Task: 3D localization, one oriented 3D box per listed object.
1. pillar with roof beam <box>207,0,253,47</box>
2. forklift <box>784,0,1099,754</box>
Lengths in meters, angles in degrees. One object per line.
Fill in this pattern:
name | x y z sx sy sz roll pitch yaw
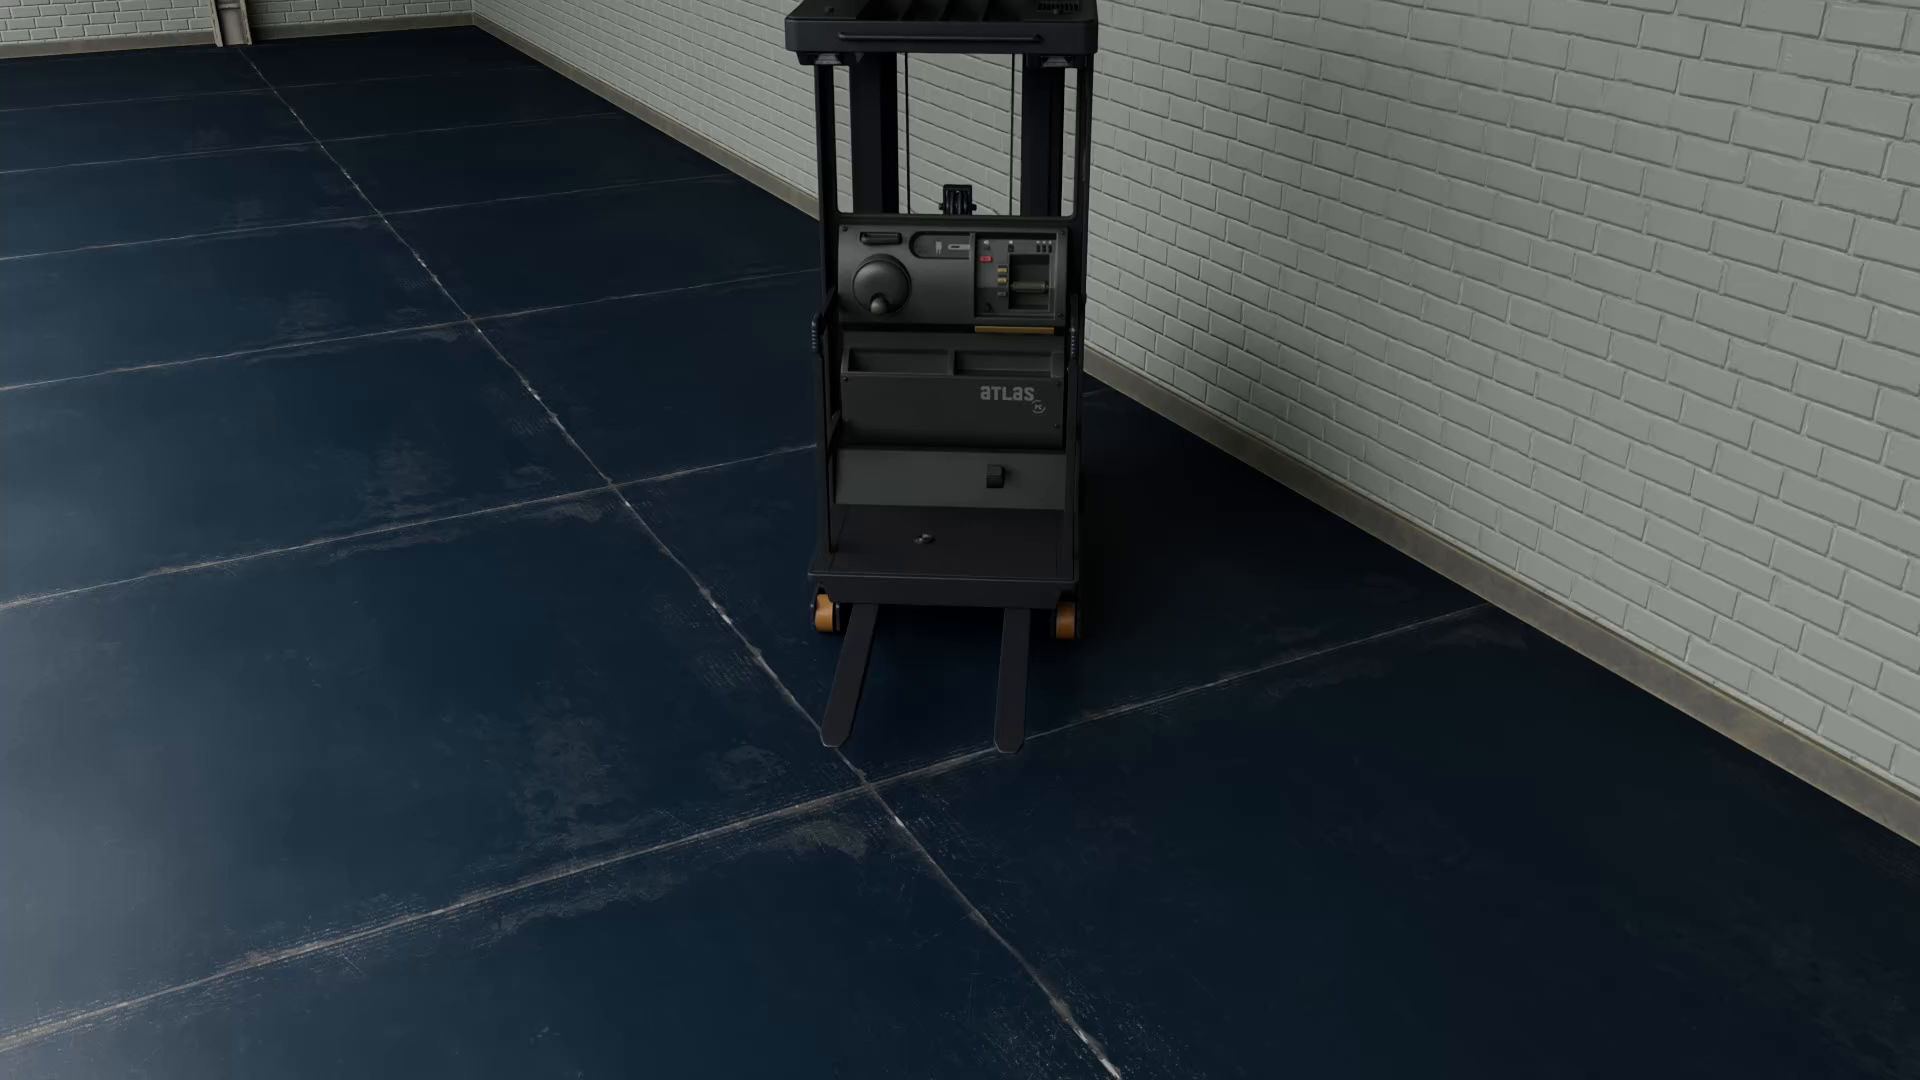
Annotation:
pillar with roof beam | -6.922 -8.532 15.124 0.400 9.000 9.100 -13 29 -25
forklift | -0.040 -1.052 6.556 1.130 2.935 3.031 2 26 3
